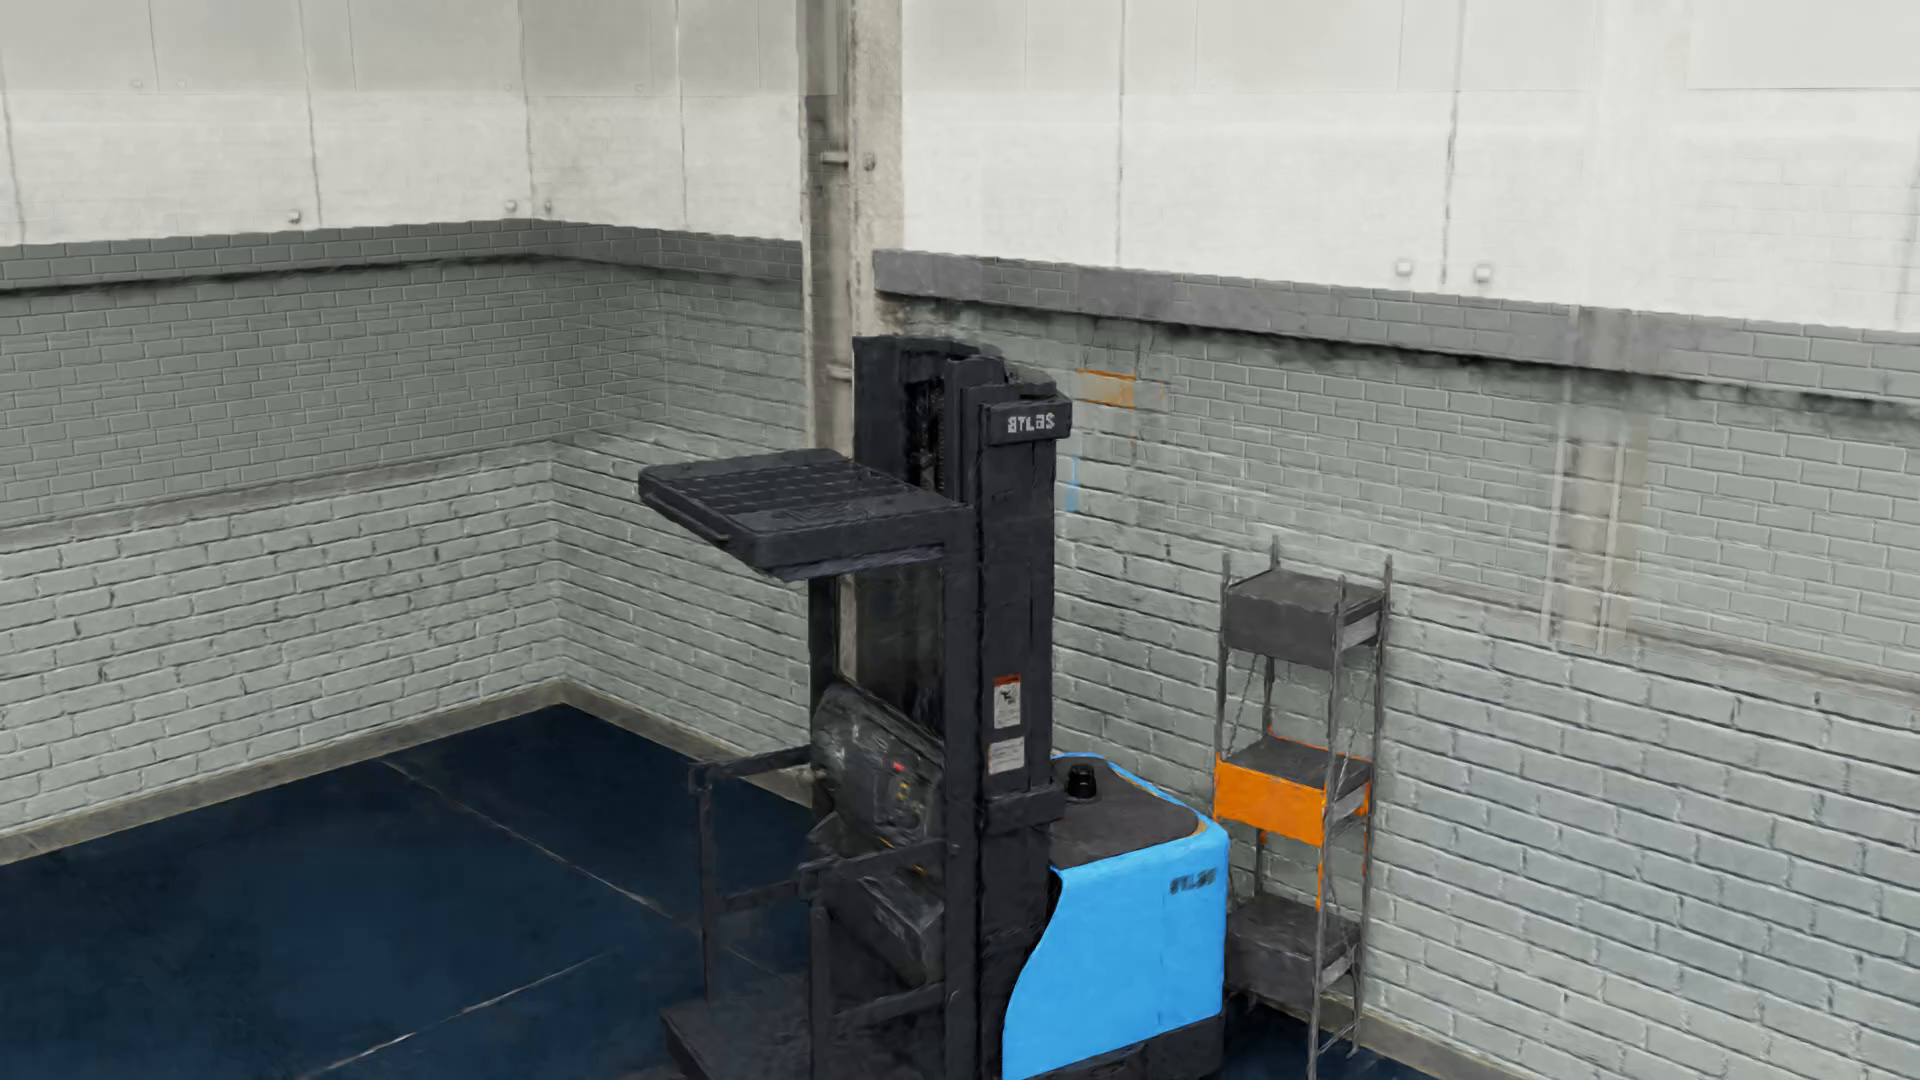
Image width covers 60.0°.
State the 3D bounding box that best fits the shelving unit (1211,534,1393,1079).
[{"bbox_3d":[1.118,-0.982,11.537,0.503,2.100,0.431,12,19,39],"label":"shelving unit"}]

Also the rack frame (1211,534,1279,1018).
[{"bbox_3d":[0.933,-1.023,11.690,0.015,2.100,0.400,12,19,39],"label":"rack frame"}]

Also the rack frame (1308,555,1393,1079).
[{"bbox_3d":[1.304,-0.942,11.384,0.015,2.100,0.400,12,19,39],"label":"rack frame"}]

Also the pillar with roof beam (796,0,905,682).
[{"bbox_3d":[-3.695,-4.030,9.552,0.400,9.000,9.100,14,20,42],"label":"pillar with roof beam"}]

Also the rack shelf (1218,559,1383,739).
[{"bbox_3d":[1.119,-1.646,11.364,0.480,0.518,0.431,12,19,39],"label":"rack shelf"}]

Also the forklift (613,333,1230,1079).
[{"bbox_3d":[-0.685,-1.250,10.915,3.031,2.935,1.130,-8,17,-29],"label":"forklift"}]

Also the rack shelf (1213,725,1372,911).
[{"bbox_3d":[1.118,-0.969,11.541,0.480,0.518,0.431,12,19,39],"label":"rack shelf"}]

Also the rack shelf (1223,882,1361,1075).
[{"bbox_3d":[1.118,-0.292,11.718,0.480,0.518,0.431,12,19,39],"label":"rack shelf"}]
